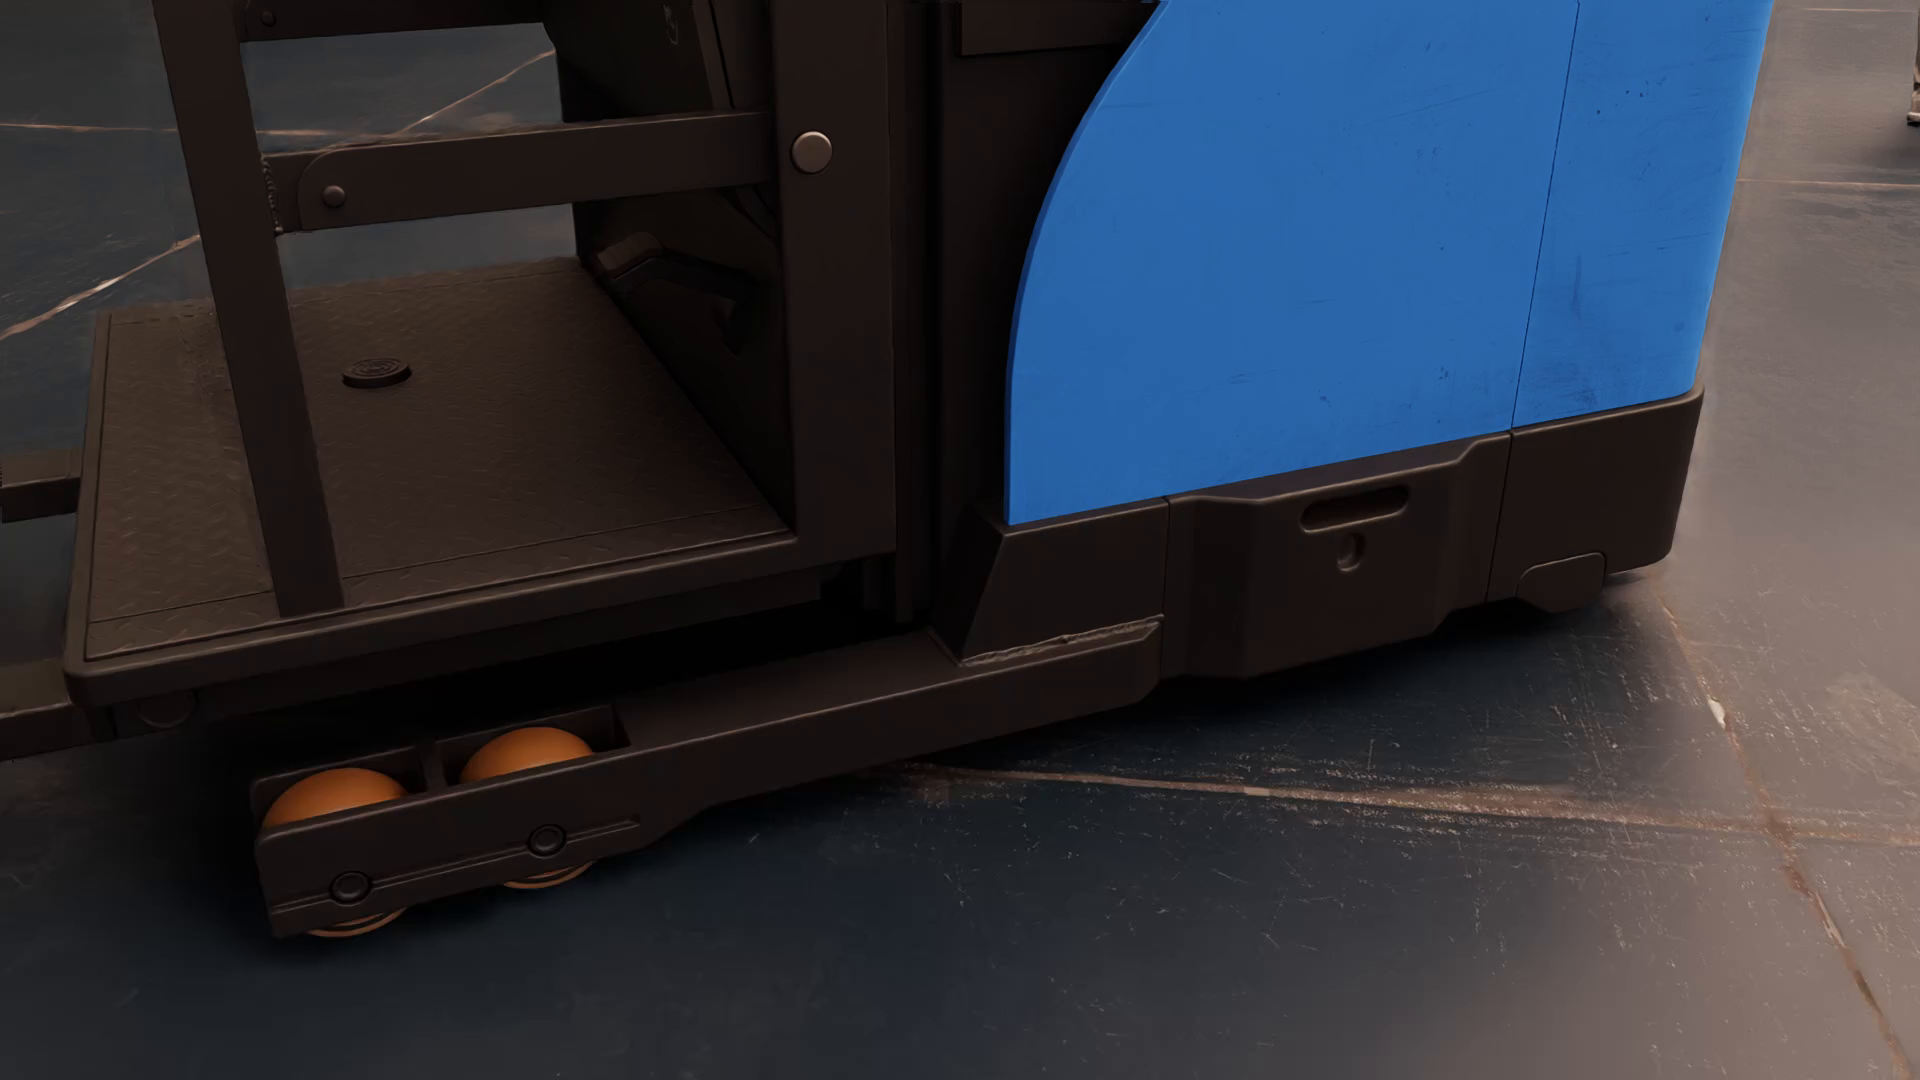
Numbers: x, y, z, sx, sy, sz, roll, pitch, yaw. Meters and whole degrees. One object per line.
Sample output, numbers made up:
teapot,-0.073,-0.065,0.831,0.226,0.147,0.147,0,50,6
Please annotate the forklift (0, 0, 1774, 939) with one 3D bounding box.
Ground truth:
forklift,-0.565,-1.177,1.576,3.031,2.935,1.130,-11,29,-21

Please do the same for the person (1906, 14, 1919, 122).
person,2.860,-1.945,4.615,0.605,1.606,0.613,23,34,38
